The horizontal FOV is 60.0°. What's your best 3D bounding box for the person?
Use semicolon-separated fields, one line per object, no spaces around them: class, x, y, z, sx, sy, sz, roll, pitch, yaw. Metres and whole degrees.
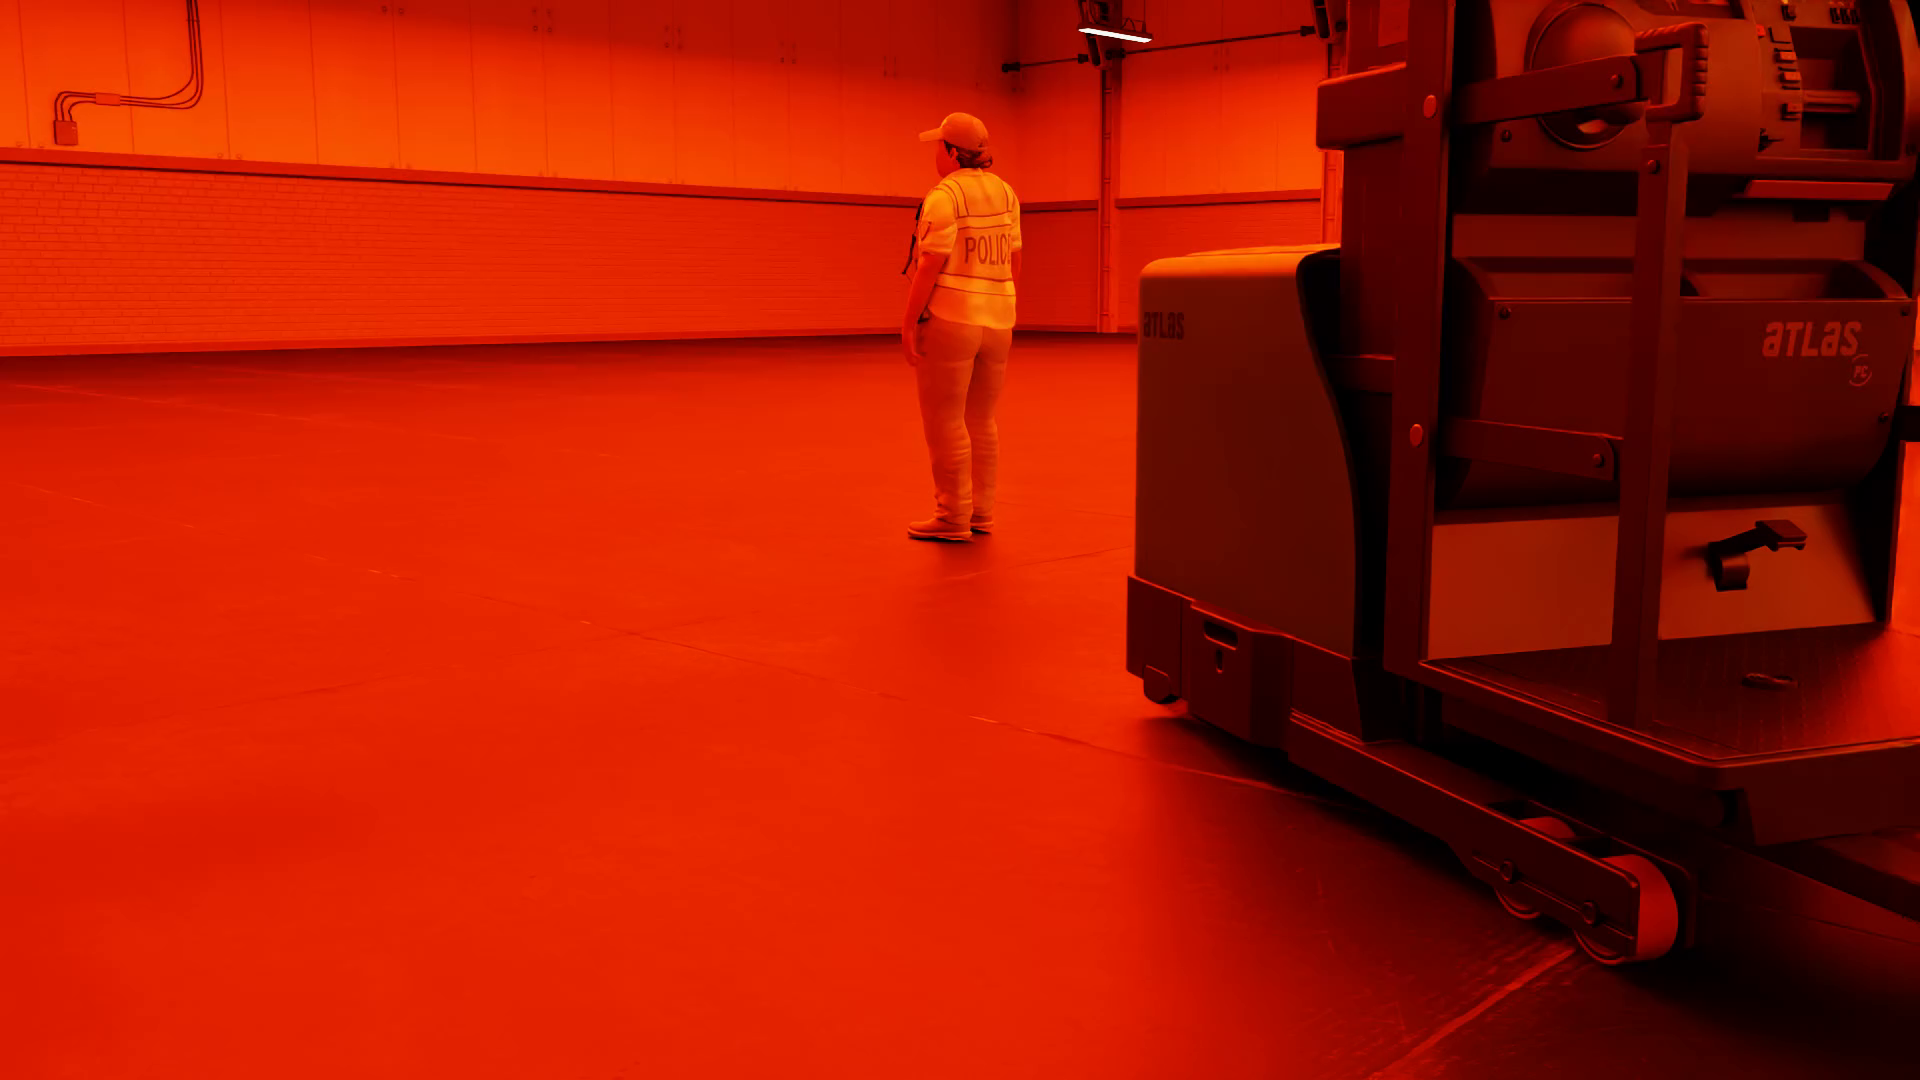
person;-0.040;-0.842;6.661;0.529;1.670;0.599;8;12;43

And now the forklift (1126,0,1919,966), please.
forklift;1.375;-0.880;2.718;1.130;2.935;3.031;-3;9;-19
